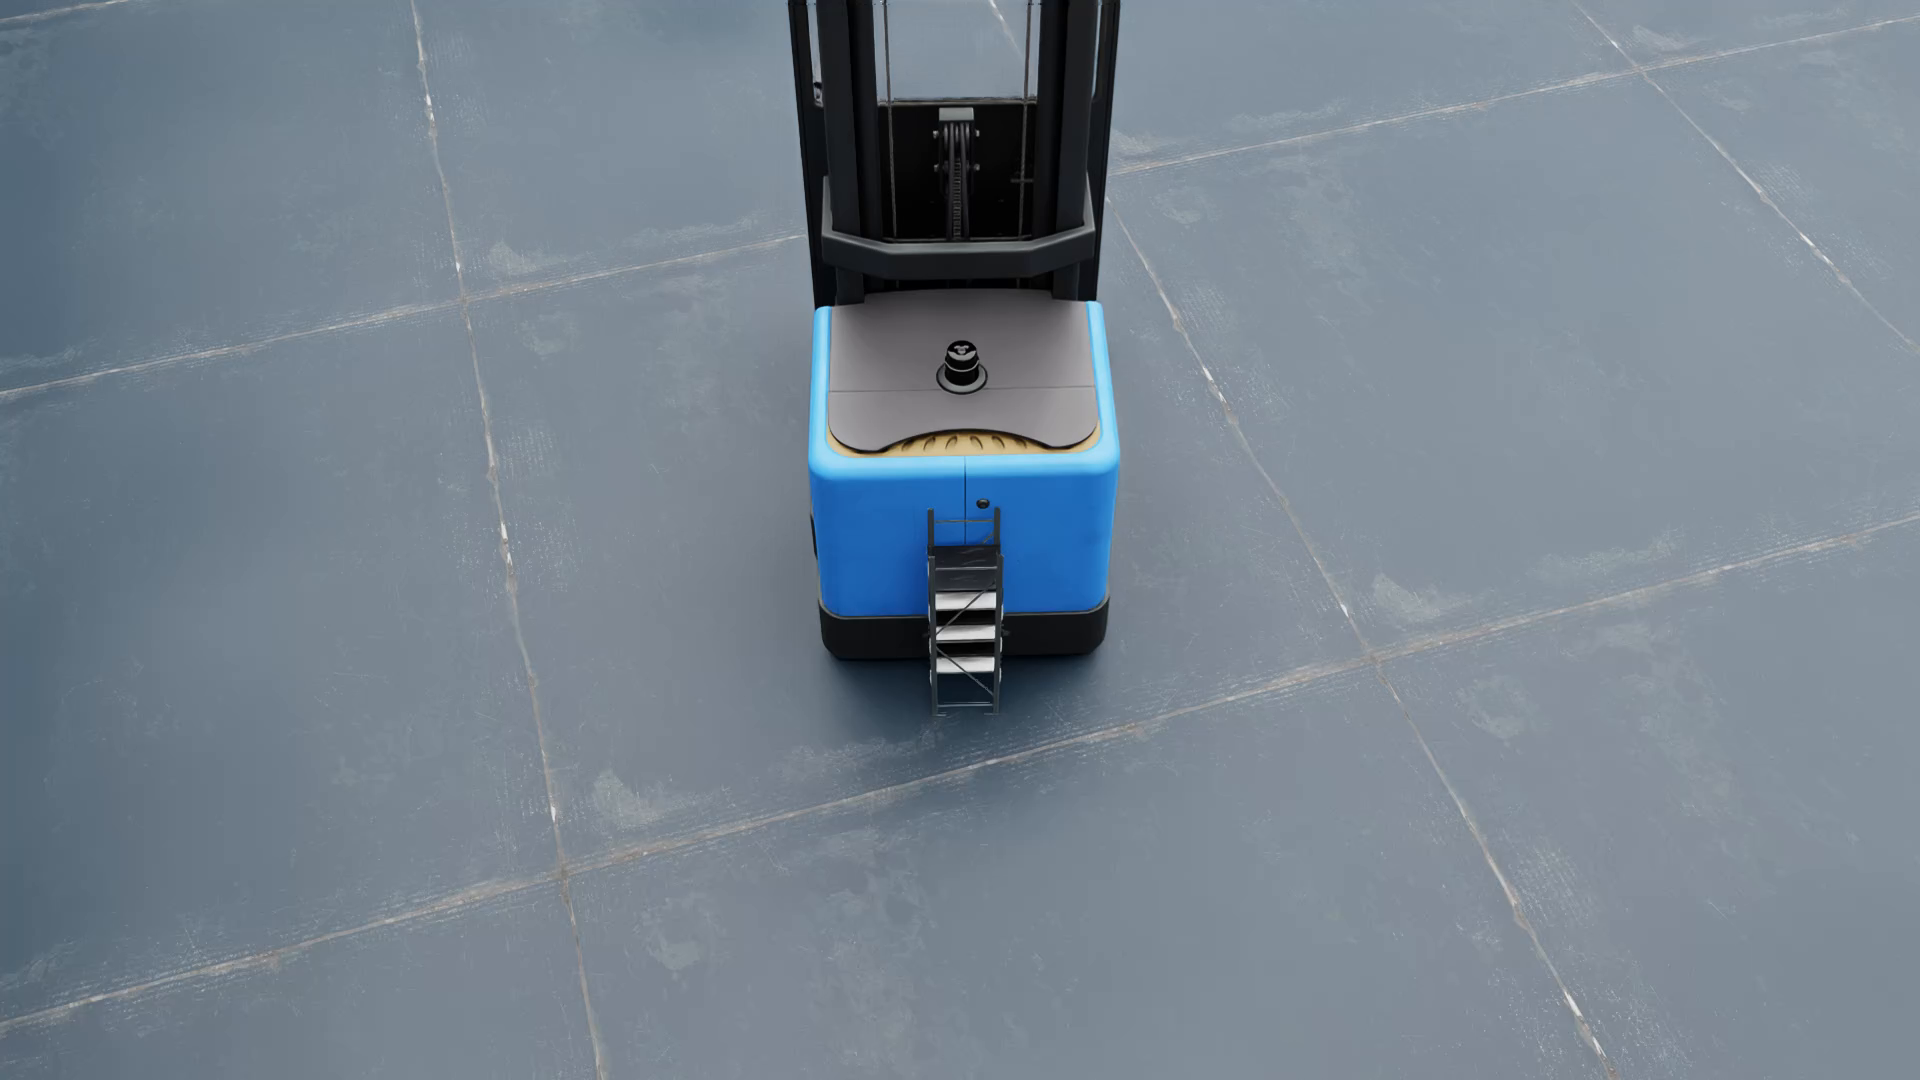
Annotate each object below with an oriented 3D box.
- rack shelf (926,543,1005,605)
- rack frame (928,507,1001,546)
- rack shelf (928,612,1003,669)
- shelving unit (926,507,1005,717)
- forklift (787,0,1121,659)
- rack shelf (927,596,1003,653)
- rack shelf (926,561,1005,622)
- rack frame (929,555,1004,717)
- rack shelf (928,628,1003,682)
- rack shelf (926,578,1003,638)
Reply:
[{"bbox_3d":[0.017,0.112,5.547,0.258,0.077,0.200,-1,50,-1],"label":"rack shelf"},{"bbox_3d":[0.014,0.187,5.793,0.240,0.900,0.006,-1,50,-1],"label":"rack frame"},{"bbox_3d":[0.017,0.344,5.822,0.258,0.077,0.200,-1,50,-1],"label":"rack shelf"},{"bbox_3d":[0.017,0.265,5.728,0.258,0.900,0.210,-1,50,-1],"label":"shelving unit"},{"bbox_3d":[-0.026,-1.630,5.997,1.130,2.935,3.031,-1,50,-1],"label":"forklift"},{"bbox_3d":[0.017,0.286,5.753,0.258,0.077,0.200,-1,50,-1],"label":"rack shelf"},{"bbox_3d":[0.017,0.170,5.616,0.258,0.077,0.200,-1,50,-1],"label":"rack shelf"},{"bbox_3d":[0.020,0.343,5.662,0.240,0.900,0.006,-1,50,-1],"label":"rack frame"},{"bbox_3d":[0.017,0.402,5.891,0.258,0.077,0.200,-1,50,-1],"label":"rack shelf"},{"bbox_3d":[0.017,0.228,5.684,0.258,0.077,0.200,-1,50,-1],"label":"rack shelf"}]
